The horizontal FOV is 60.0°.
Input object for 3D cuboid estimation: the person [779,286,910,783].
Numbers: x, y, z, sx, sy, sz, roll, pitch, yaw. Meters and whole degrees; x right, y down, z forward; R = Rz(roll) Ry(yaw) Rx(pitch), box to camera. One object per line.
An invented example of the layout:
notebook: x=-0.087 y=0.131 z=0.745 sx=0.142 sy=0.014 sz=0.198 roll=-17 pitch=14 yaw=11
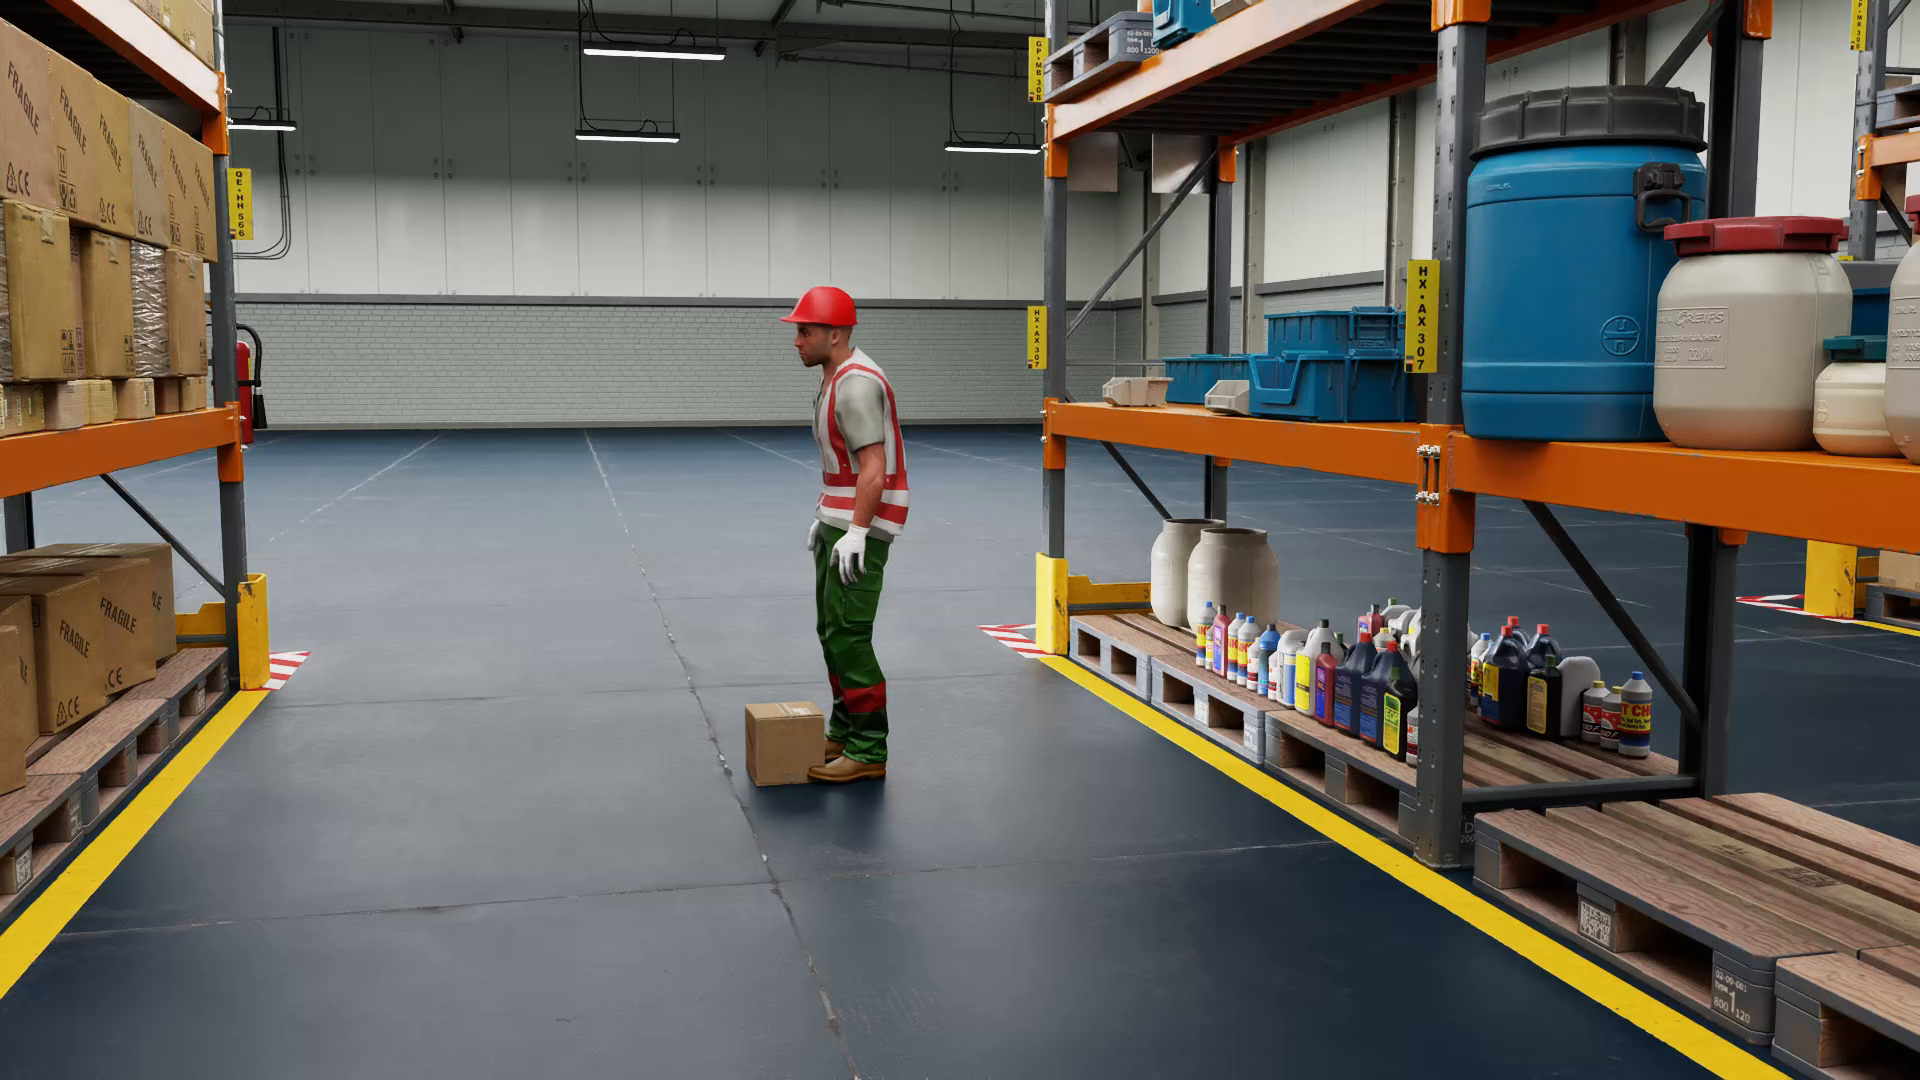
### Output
person: x=-0.428 y=-0.024 z=6.054 sx=0.456 sy=1.778 sz=0.615 roll=-2 pitch=6 yaw=-14
